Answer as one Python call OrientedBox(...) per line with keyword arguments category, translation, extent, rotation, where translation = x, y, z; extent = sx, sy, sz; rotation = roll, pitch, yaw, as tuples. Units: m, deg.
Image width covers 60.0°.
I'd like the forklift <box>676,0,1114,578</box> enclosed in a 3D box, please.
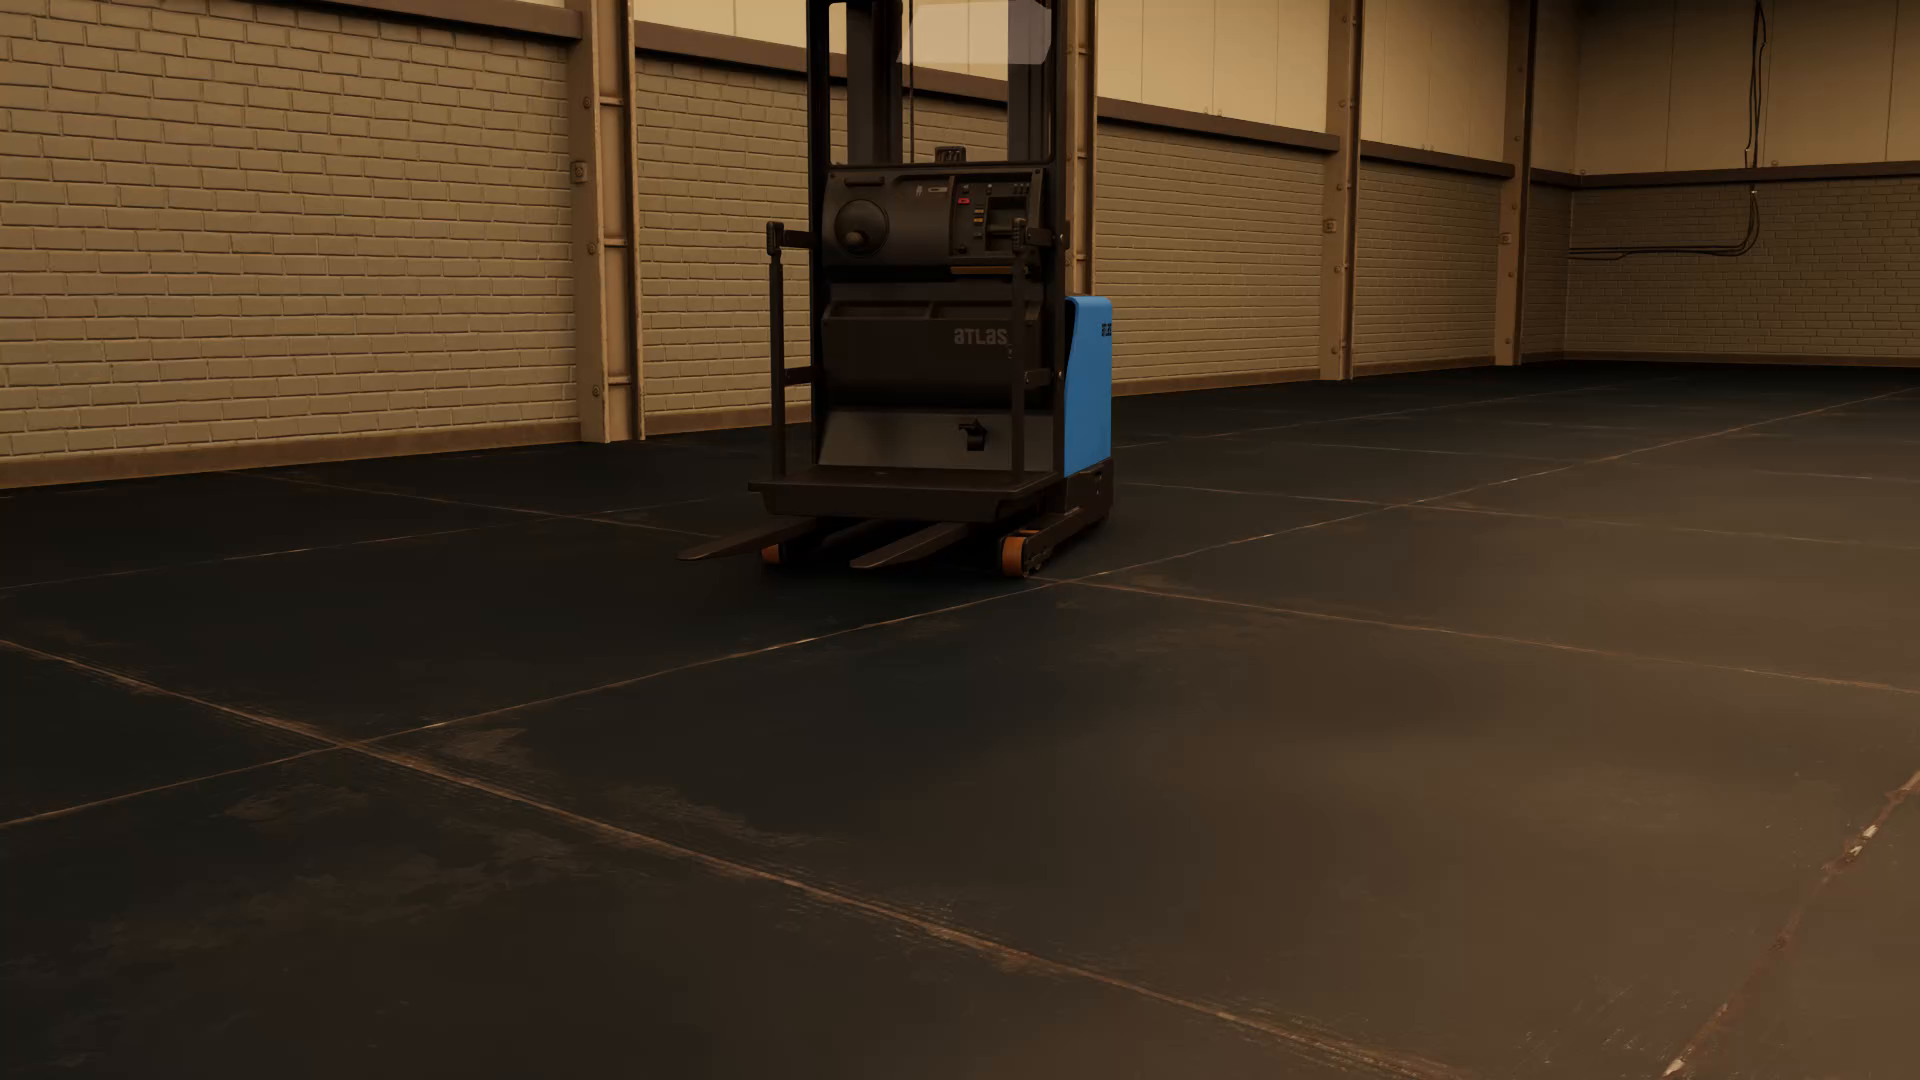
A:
OrientedBox(category="forklift", translation=(-0.176, -1.366, 6.616), extent=(1.130, 2.935, 3.031), rotation=(3, 9, 17))
